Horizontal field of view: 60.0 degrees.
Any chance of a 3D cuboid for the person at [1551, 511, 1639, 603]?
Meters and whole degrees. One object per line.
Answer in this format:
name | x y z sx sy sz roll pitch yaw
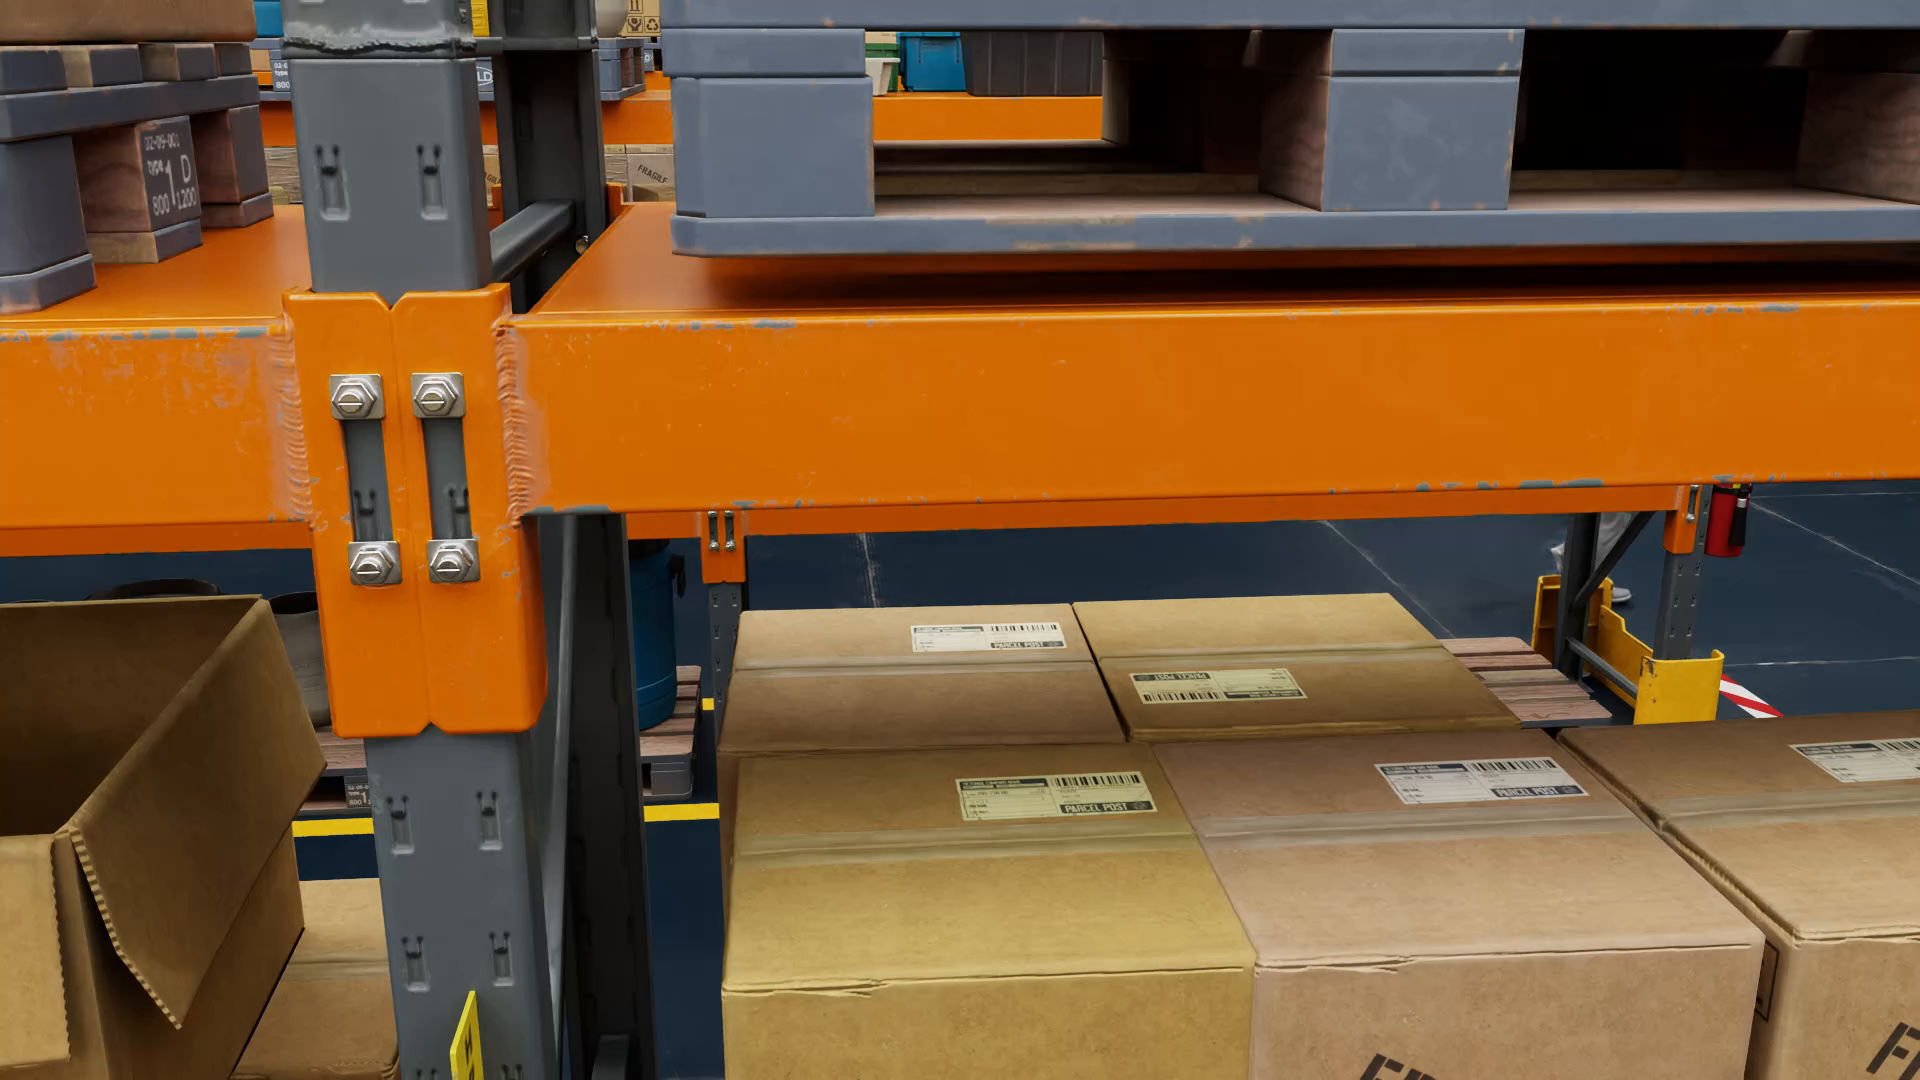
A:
person | 3.527 -0.440 8.937 0.436 1.647 0.531 1 17 5
